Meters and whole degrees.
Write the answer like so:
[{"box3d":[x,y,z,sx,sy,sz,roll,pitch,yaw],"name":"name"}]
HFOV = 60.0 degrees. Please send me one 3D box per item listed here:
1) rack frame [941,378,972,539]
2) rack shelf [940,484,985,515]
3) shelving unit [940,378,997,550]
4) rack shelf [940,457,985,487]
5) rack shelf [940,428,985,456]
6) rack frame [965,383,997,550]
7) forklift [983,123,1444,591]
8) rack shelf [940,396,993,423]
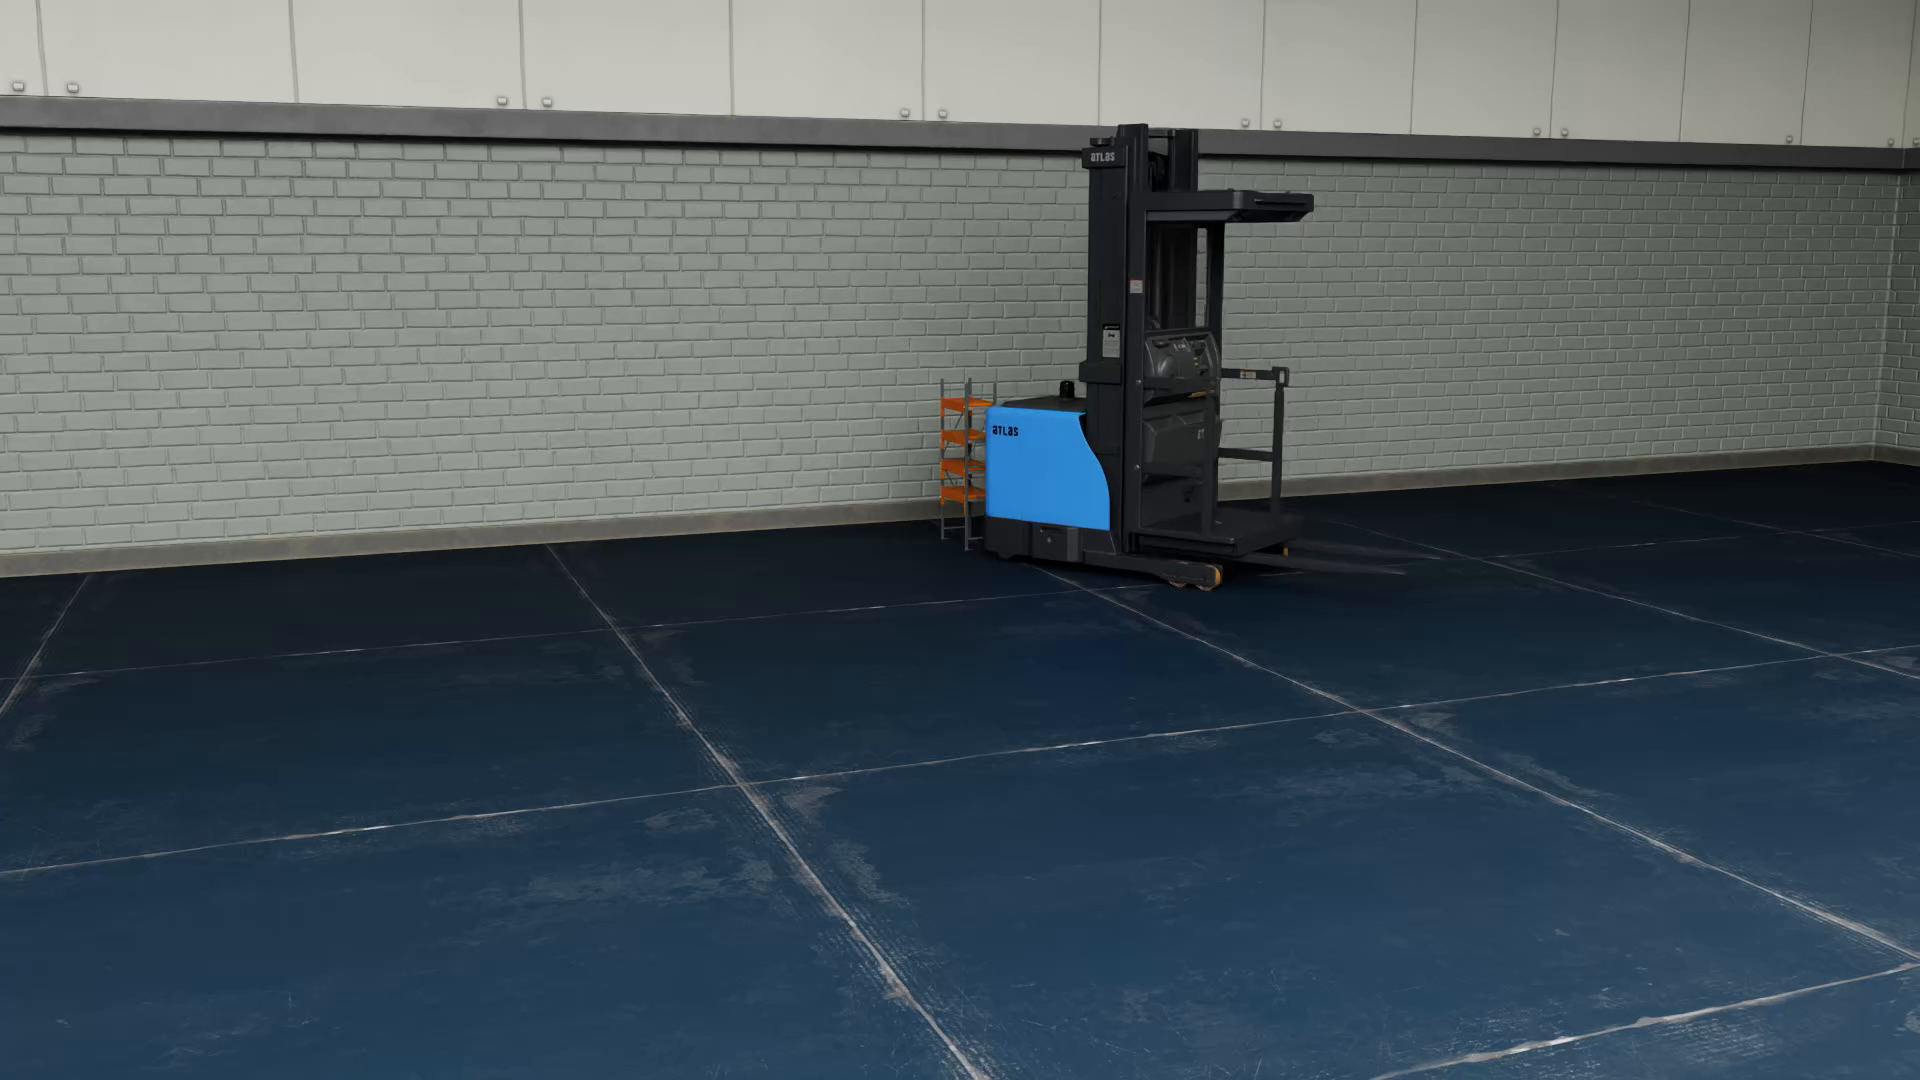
[{"box3d":[-0.028,-0.604,12.387,0.240,1.200,0.015,-4,11,-21],"name":"rack frame"},{"box3d":[0.060,-0.302,12.210,0.258,0.148,0.480,-4,11,-21],"name":"rack shelf"},{"box3d":[0.060,-0.564,12.163,0.258,1.200,0.503,-4,11,-21],"name":"shelving unit"},{"box3d":[0.060,-0.497,12.175,0.258,0.148,0.480,-4,11,-21],"name":"rack shelf"},{"box3d":[0.060,-0.718,12.136,0.258,0.148,0.480,-4,11,-21],"name":"rack shelf"},{"box3d":[0.148,-0.524,11.939,0.240,1.200,0.015,-4,11,-21],"name":"rack frame"},{"box3d":[1.649,-1.225,10.935,3.031,2.935,1.130,7,12,36],"name":"forklift"},{"box3d":[0.060,-0.951,12.094,0.258,0.148,0.480,-4,11,-21],"name":"rack shelf"}]
